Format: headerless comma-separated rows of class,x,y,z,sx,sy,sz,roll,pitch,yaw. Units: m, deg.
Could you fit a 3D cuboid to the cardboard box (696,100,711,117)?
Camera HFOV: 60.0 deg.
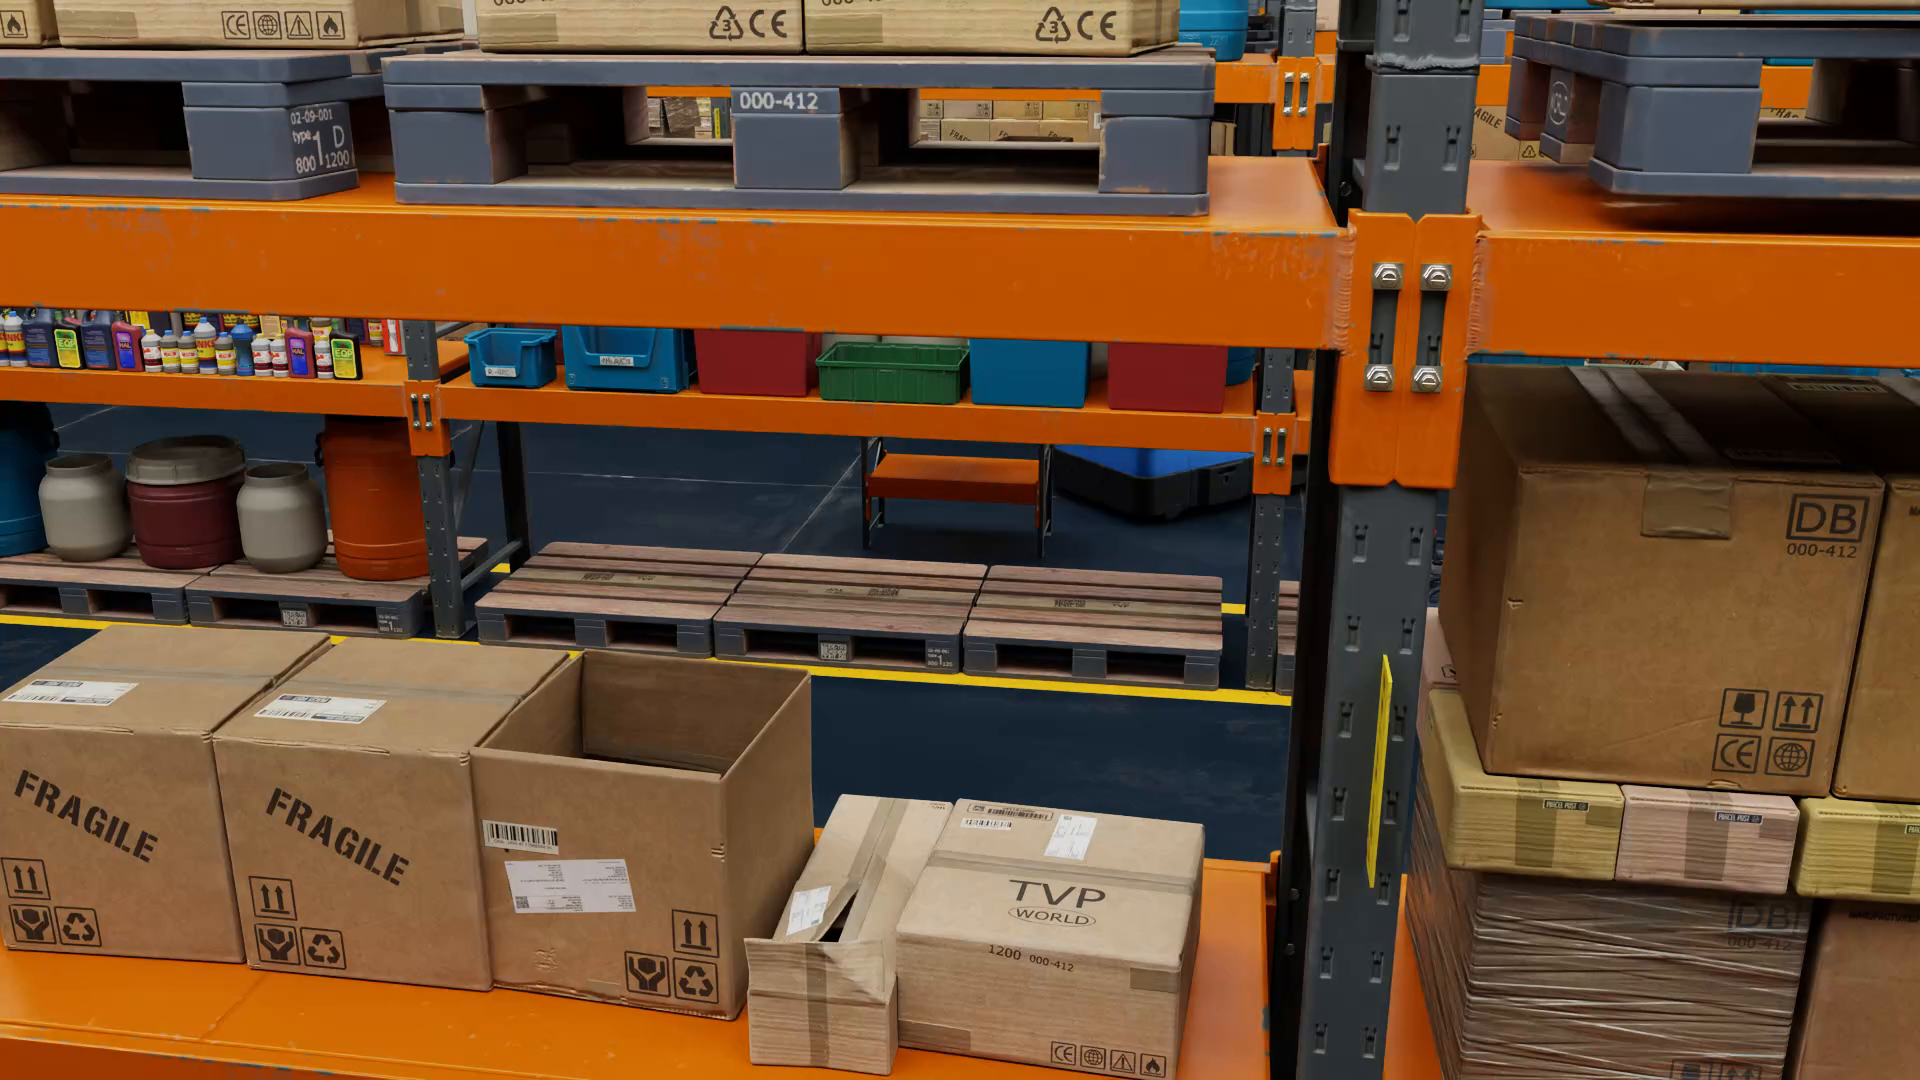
cardboard box,-2.645,-4.489,17.290,0.250,0.149,0.380,4,19,11

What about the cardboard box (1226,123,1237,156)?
cardboard box,2.580,-3.969,16.781,0.500,0.500,0.500,3,19,8

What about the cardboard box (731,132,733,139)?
cardboard box,-2.382,-4.194,17.344,0.250,0.149,0.380,2,19,6

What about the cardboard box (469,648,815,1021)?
cardboard box,-0.600,0.555,3.259,0.500,0.500,0.500,4,19,13

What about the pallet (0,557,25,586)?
pallet,-5.678,0.093,9.193,1.213,0.211,1.003,3,19,9

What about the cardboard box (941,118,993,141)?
cardboard box,0.091,-4.096,17.160,0.500,0.500,0.500,3,19,8

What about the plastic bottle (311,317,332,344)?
plastic bottle,-3.318,-1.092,8.653,0.097,0.201,0.097,0,18,0

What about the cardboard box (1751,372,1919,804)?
cardboard box,1.614,0.056,2.707,0.500,0.500,0.700,3,19,9

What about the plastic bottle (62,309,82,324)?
plastic bottle,-4.384,-1.004,8.260,0.133,0.283,0.061,3,19,9

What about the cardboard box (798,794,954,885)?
cardboard box,-0.166,0.683,3.429,0.250,0.149,0.380,3,19,9

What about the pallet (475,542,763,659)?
pallet,-1.725,0.294,8.593,1.213,0.211,1.003,3,19,9

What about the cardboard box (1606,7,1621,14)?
cardboard box,4.189,-3.601,11.348,0.500,0.250,0.500,3,19,8

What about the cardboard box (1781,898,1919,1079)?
cardboard box,1.637,0.670,2.914,0.500,0.500,0.700,3,19,8

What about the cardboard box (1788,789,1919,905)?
cardboard box,1.414,0.417,2.649,0.250,0.149,0.380,2,19,7

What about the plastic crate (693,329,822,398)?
plastic crate,-0.937,-0.933,7.764,0.583,0.464,0.402,3,19,9

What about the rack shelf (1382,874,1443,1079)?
rack shelf,2.651,1.115,2.878,4.000,0.370,1.077,3,19,9

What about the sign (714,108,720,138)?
sign,-1.783,-3.007,12.237,0.005,0.325,0.100,3,19,9

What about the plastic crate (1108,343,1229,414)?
plastic crate,0.939,-0.838,7.478,0.583,0.464,0.402,3,19,9

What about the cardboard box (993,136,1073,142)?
cardboard box,0.525,-2.737,12.431,0.637,0.503,0.797,5,19,14

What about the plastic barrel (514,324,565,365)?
plastic barrel,-1.978,-1.216,8.496,0.708,0.536,0.600,3,19,9

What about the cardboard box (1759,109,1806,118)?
cardboard box,5.618,-2.842,11.367,0.500,0.500,0.500,3,19,9

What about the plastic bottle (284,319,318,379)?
plastic bottle,-3.179,-0.923,8.018,0.133,0.283,0.061,3,19,9

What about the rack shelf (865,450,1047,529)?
rack shelf,-0.007,-0.302,9.703,1.000,0.278,0.538,3,19,9

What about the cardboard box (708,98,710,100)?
cardboard box,-2.535,-4.692,17.896,0.250,0.149,0.380,3,19,10

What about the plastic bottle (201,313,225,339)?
plastic bottle,-3.994,-1.220,8.906,0.133,0.283,0.061,3,19,9

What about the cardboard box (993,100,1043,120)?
cardboard box,0.636,-4.626,17.169,0.500,0.500,0.700,3,19,8

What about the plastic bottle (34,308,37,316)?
plastic bottle,-5.001,-1.253,9.017,0.135,0.276,0.152,3,19,9

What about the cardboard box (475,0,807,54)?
cardboard box,-0.473,-0.938,2.727,0.500,0.250,0.500,1,19,3

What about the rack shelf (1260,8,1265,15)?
rack shelf,5.798,-6.516,20.956,4.000,0.370,1.077,3,19,9

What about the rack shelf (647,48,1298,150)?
rack shelf,-0.509,-2.061,7.641,4.000,0.370,1.077,3,19,9

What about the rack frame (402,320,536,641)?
rack frame,-2.484,-1.080,8.303,0.127,3.000,1.000,3,19,9

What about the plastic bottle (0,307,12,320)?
plastic bottle,-5.136,-1.218,8.919,0.097,0.271,0.097,0,18,0

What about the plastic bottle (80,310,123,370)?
plastic bottle,-4.230,-1.022,8.208,0.185,0.351,0.144,3,19,9

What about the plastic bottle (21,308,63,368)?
plastic bottle,-4.544,-1.038,8.255,0.185,0.351,0.144,3,19,9

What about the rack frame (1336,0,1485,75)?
rack frame,0.676,-2.172,2.113,0.127,3.000,1.000,3,19,9

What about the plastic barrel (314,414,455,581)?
plastic barrel,-2.970,-0.269,8.639,0.708,0.830,0.600,3,19,9

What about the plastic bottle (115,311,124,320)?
plastic bottle,-4.531,-1.216,8.914,0.097,0.271,0.097,0,18,0

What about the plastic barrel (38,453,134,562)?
plastic barrel,-4.656,-0.176,8.860,0.421,0.512,0.421,0,18,0

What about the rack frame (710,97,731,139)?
rack frame,-1.698,-2.632,12.941,0.127,3.000,1.000,3,19,9

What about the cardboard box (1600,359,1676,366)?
cardboard box,4.991,-1.299,12.235,0.500,0.500,0.500,8,20,23

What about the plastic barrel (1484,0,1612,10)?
plastic barrel,2.431,-2.654,6.830,0.708,0.901,0.600,3,19,9

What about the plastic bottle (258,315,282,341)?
plastic bottle,-3.670,-1.204,8.857,0.133,0.283,0.061,3,19,9

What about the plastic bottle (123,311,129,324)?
plastic bottle,-4.386,-1.259,8.915,0.185,0.351,0.144,3,19,9

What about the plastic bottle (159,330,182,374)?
plastic bottle,-3.867,-0.925,8.153,0.097,0.201,0.097,0,18,0

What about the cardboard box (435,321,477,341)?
cardboard box,-4.130,-1.954,13.602,0.875,0.875,1.225,2,19,7

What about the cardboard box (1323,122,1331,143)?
cardboard box,2.655,-2.991,11.812,0.500,0.500,0.500,3,19,9

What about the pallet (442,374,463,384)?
pallet,-3.666,-1.435,13.758,1.213,0.211,1.003,3,19,9

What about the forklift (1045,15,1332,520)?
forklift,2.034,-1.860,10.741,3.031,2.935,1.130,-12,22,-33

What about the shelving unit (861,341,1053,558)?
shelving unit,-0.007,-0.534,9.626,1.048,1.125,0.538,3,19,9

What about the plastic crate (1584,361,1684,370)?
plastic crate,3.109,-0.751,7.737,0.437,0.136,0.530,3,19,9

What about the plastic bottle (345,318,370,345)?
plastic bottle,-3.177,-1.179,8.782,0.133,0.283,0.061,3,19,9

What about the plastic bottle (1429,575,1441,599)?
plastic bottle,2.219,0.294,7.677,0.185,0.351,0.144,3,19,9

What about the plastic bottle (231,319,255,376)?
plastic bottle,-3.482,-0.939,8.084,0.097,0.271,0.097,0,18,0

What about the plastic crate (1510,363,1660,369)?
plastic crate,2.761,-0.621,7.267,0.662,0.188,0.450,3,19,9

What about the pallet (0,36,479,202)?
pallet,-1.484,-0.800,3.036,1.213,0.211,1.003,4,19,11

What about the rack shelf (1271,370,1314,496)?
rack shelf,3.440,-0.437,7.515,4.000,0.370,1.077,3,19,9
